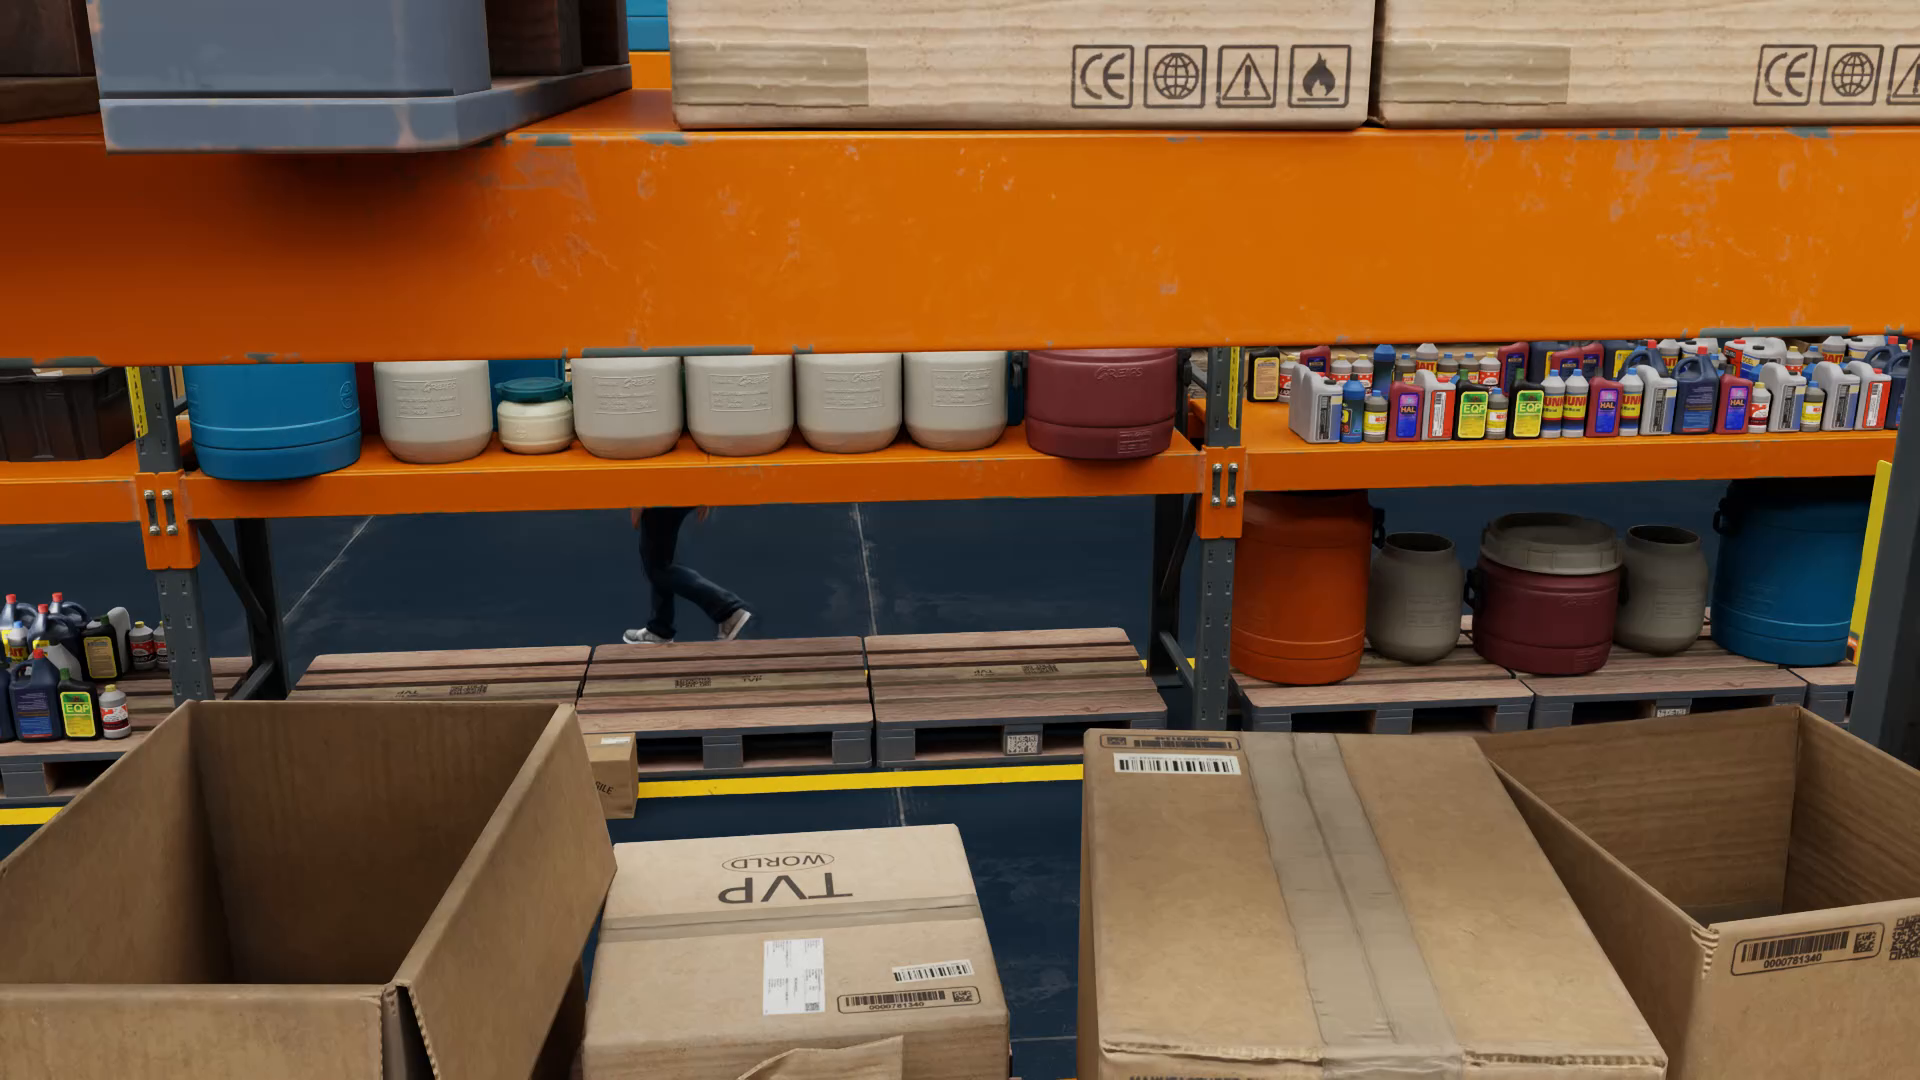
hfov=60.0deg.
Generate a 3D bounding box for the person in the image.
[{"bbox_3d":[-1.323,-0.203,7.727,0.700,1.566,0.404,5,18,17],"label":"person"}]
